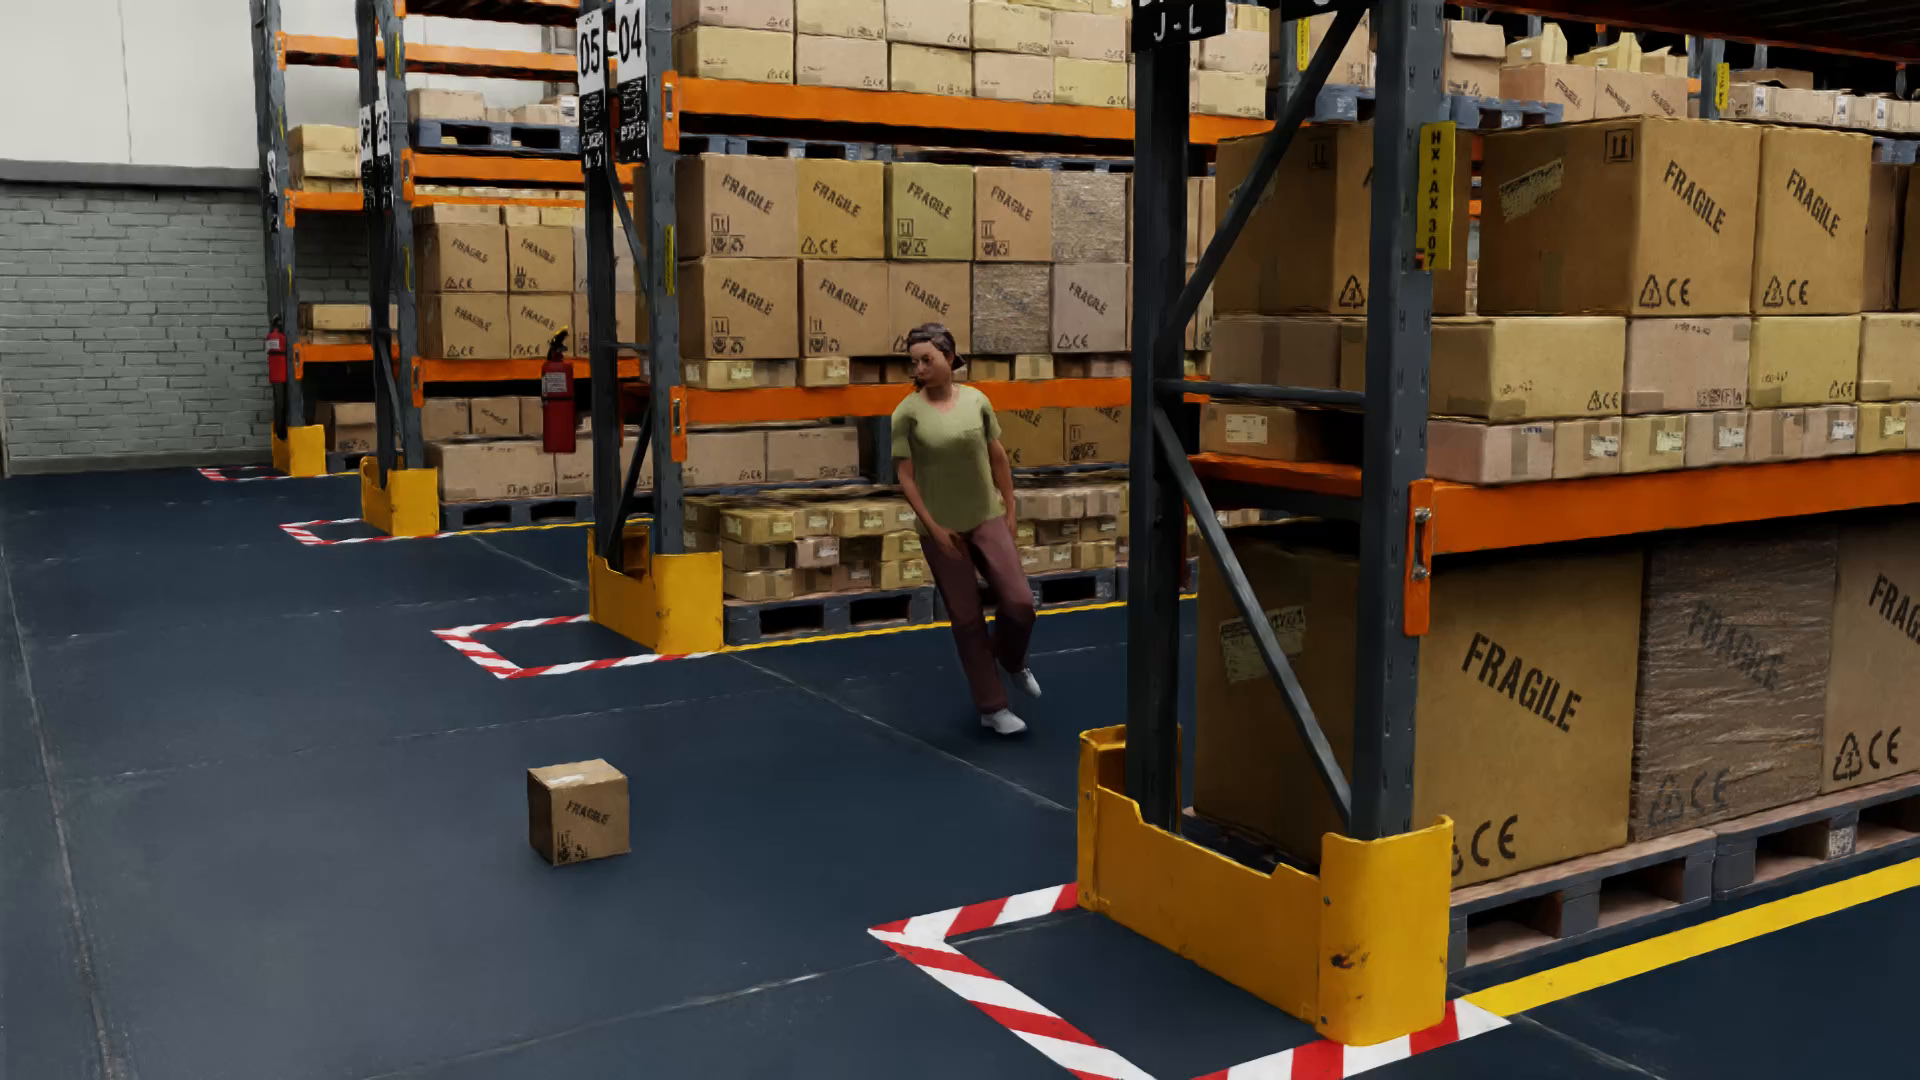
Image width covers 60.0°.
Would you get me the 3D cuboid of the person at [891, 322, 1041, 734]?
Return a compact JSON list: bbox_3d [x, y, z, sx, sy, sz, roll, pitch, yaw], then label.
[{"bbox_3d":[0.051,-0.037,6.658,0.658,1.626,0.501,-2,8,-14],"label":"person"}]
